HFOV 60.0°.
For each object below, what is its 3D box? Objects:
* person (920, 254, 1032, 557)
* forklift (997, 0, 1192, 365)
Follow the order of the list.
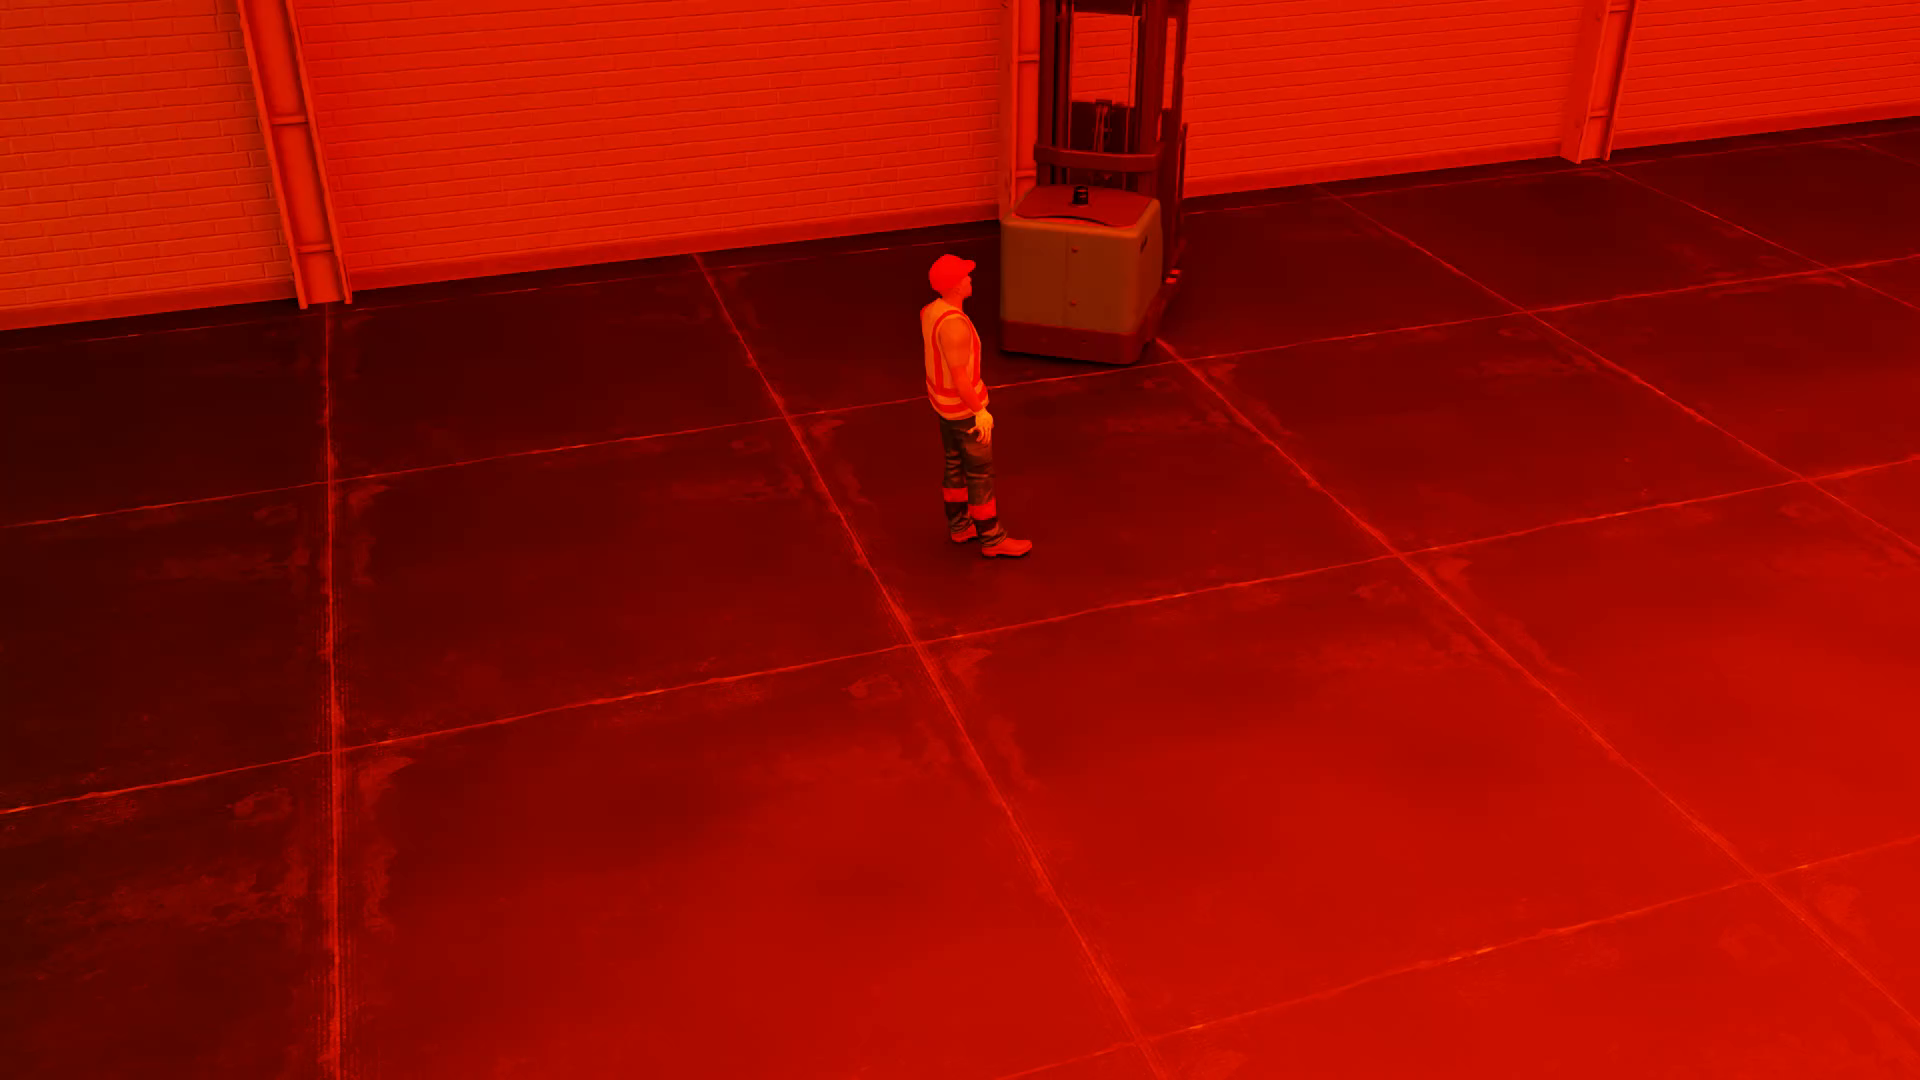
[{"bbox_3d":[0.079,-0.789,9.589,0.564,1.787,0.638,-10,31,-16],"label":"person"},{"bbox_3d":[1.197,-3.268,12.766,1.130,2.935,3.031,9,31,15],"label":"forklift"}]
